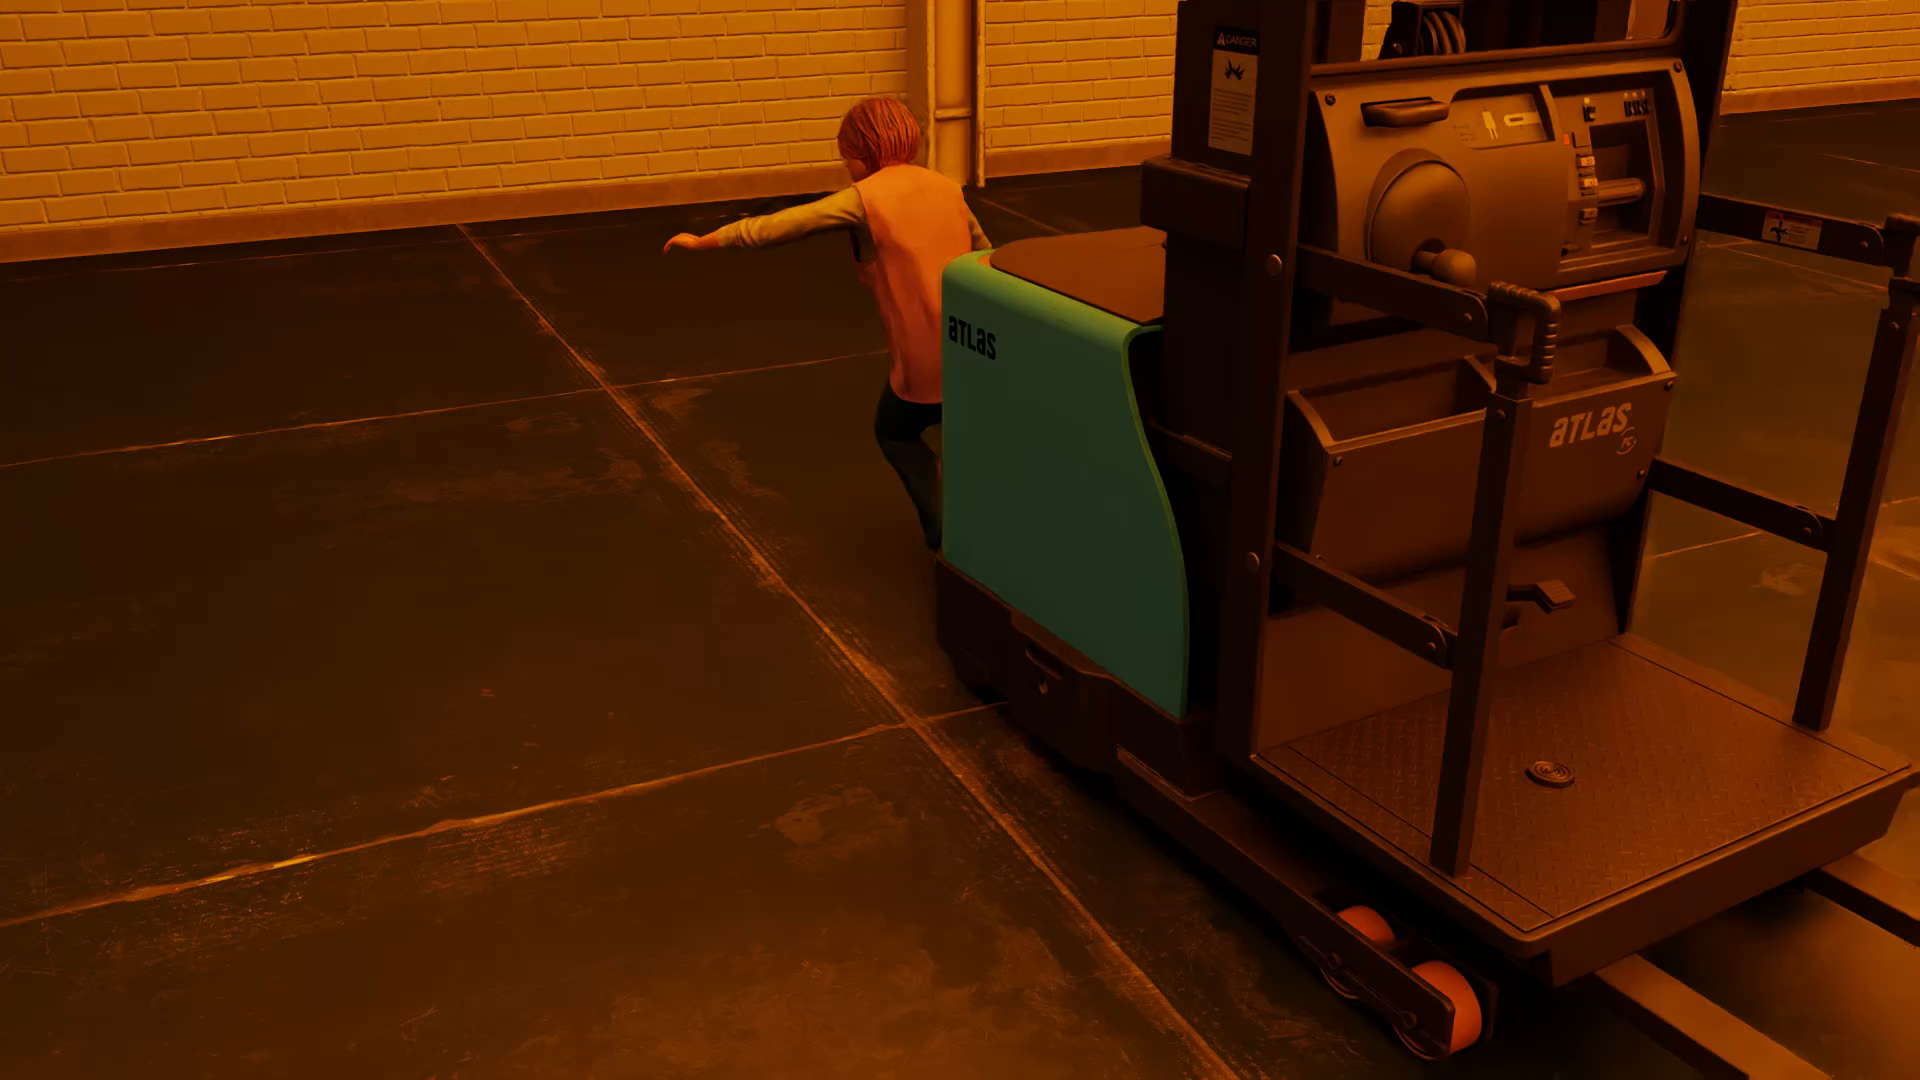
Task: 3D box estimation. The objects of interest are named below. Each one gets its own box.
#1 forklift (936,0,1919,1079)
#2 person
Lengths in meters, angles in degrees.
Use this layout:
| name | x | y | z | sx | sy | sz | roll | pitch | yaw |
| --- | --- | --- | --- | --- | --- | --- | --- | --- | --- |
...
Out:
| name | x | y | z | sx | sy | sz | roll | pitch | yaw |
| --- | --- | --- | --- | --- | --- | --- | --- | --- | --- |
| forklift | 1.120 | -0.647 | 2.842 | 1.130 | 2.935 | 3.031 | -13 | 26 | -28 |
| person | -0.089 | -0.596 | 4.811 | 1.204 | 1.361 | 0.769 | -17 | 28 | -36 |
